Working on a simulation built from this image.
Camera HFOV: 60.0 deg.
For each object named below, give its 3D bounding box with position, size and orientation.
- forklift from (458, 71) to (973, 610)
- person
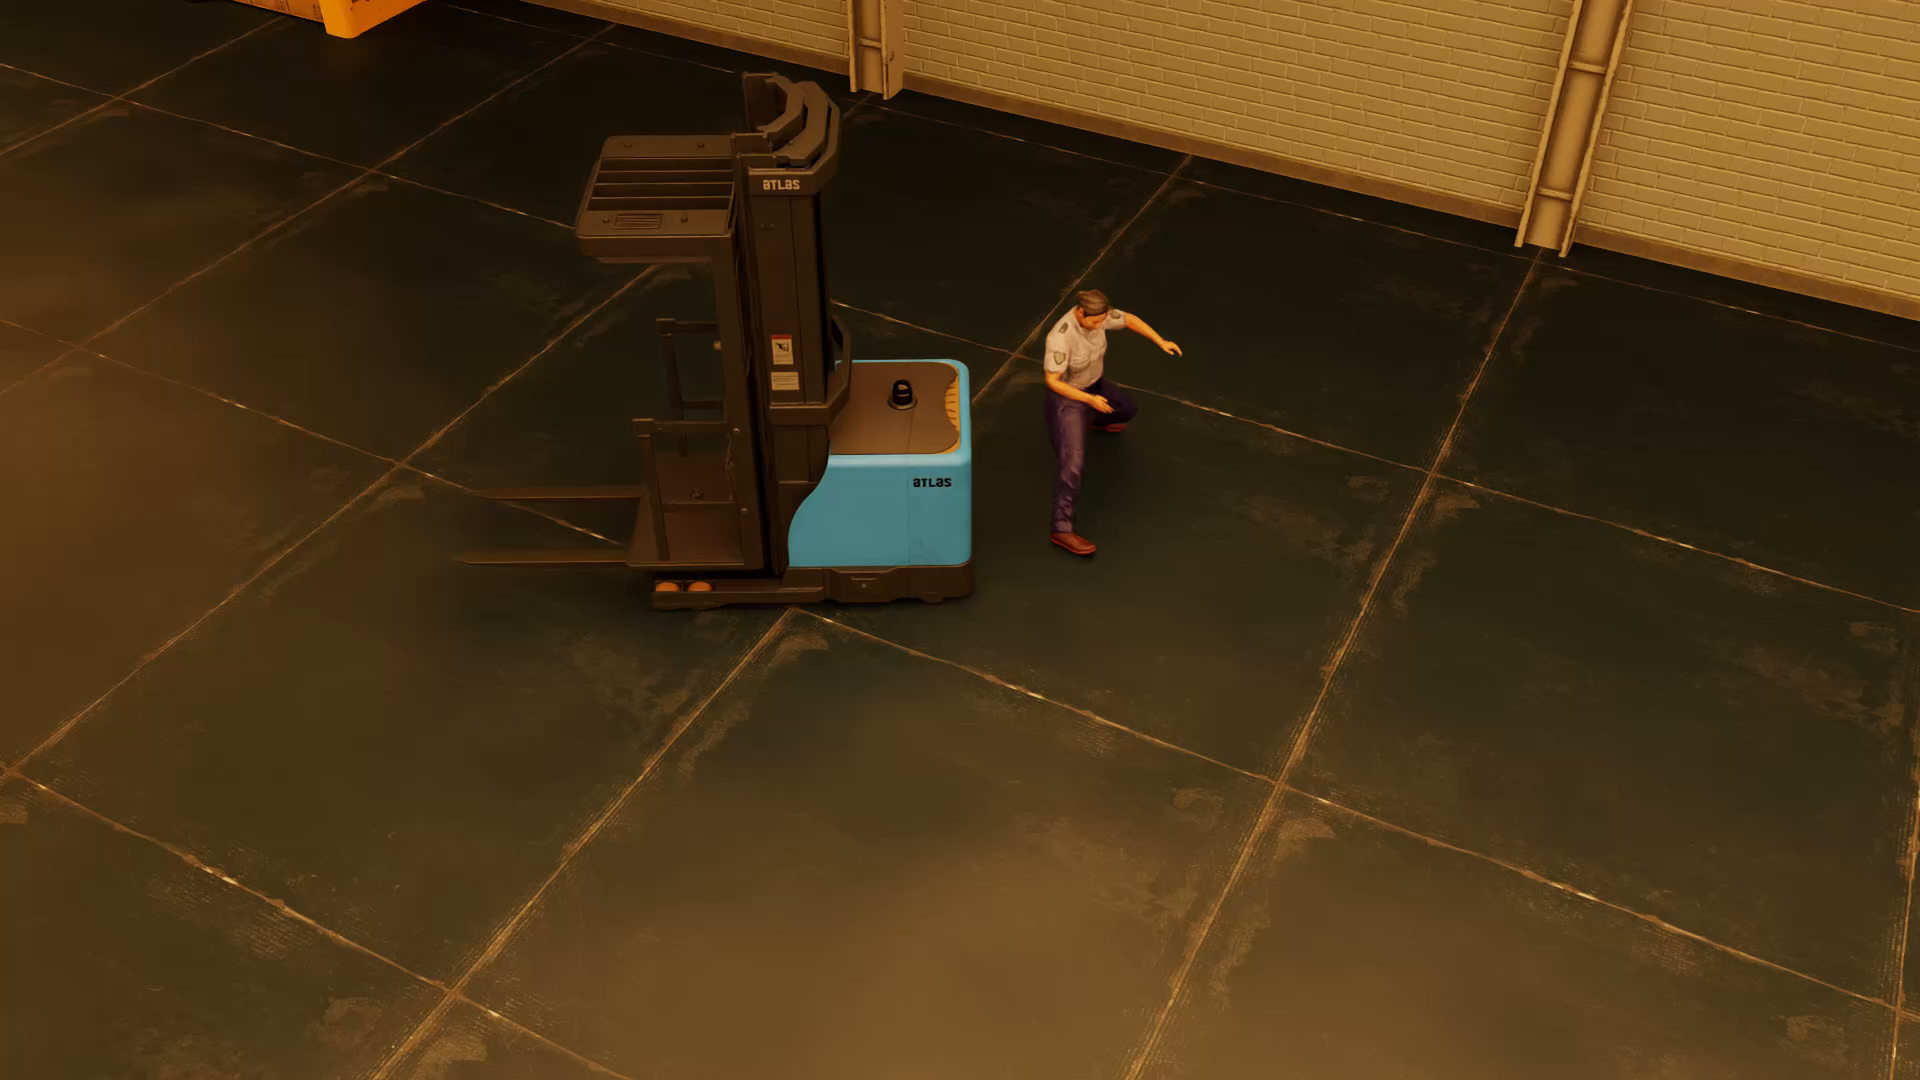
[{"bbox_3d":[-1.444,-1.054,9.238,3.031,2.935,1.130,-1,40,-1],"label":"forklift"},{"bbox_3d":[0.868,-0.899,10.199,0.824,1.433,1.273,29,48,30],"label":"person"}]
